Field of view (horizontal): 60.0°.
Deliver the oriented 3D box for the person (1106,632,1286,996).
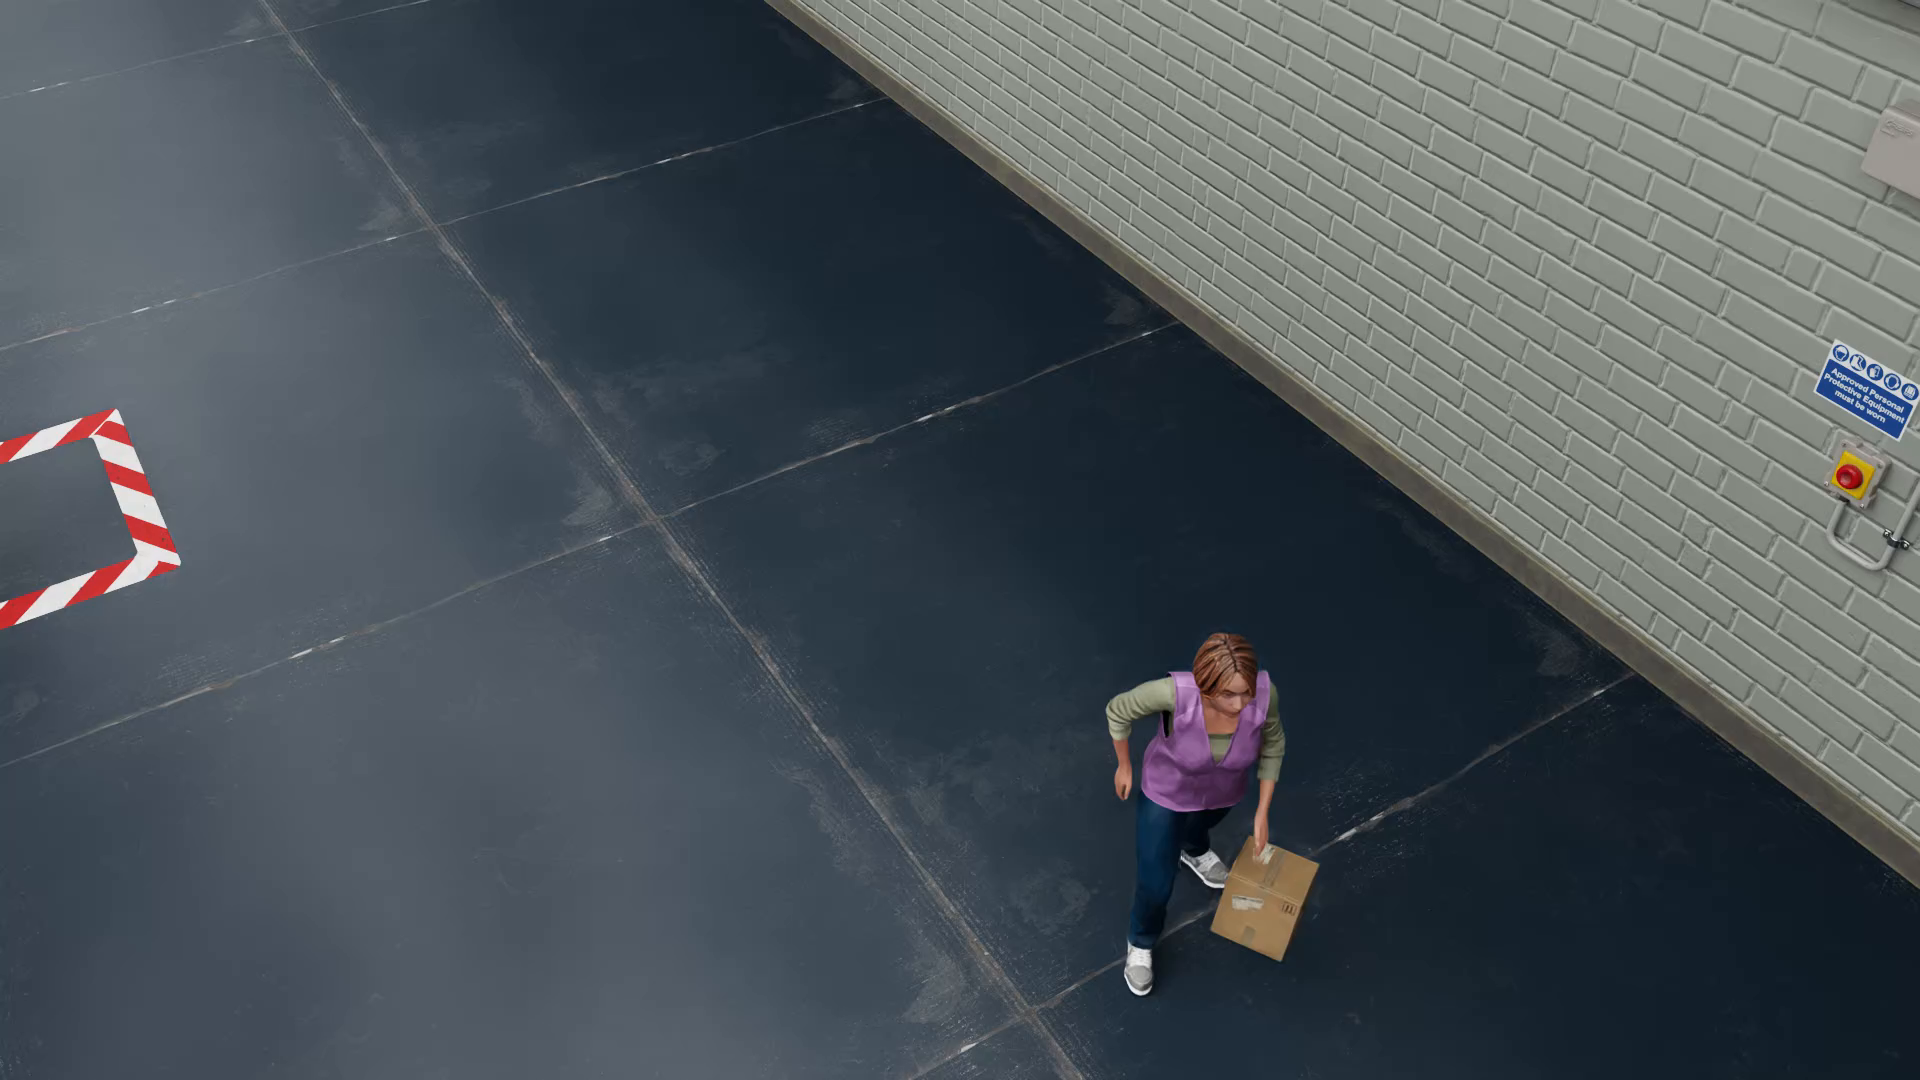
[{"bbox_3d":[0.732,0.766,5.322,0.550,1.551,0.656,-9,42,-10],"label":"person"}]
